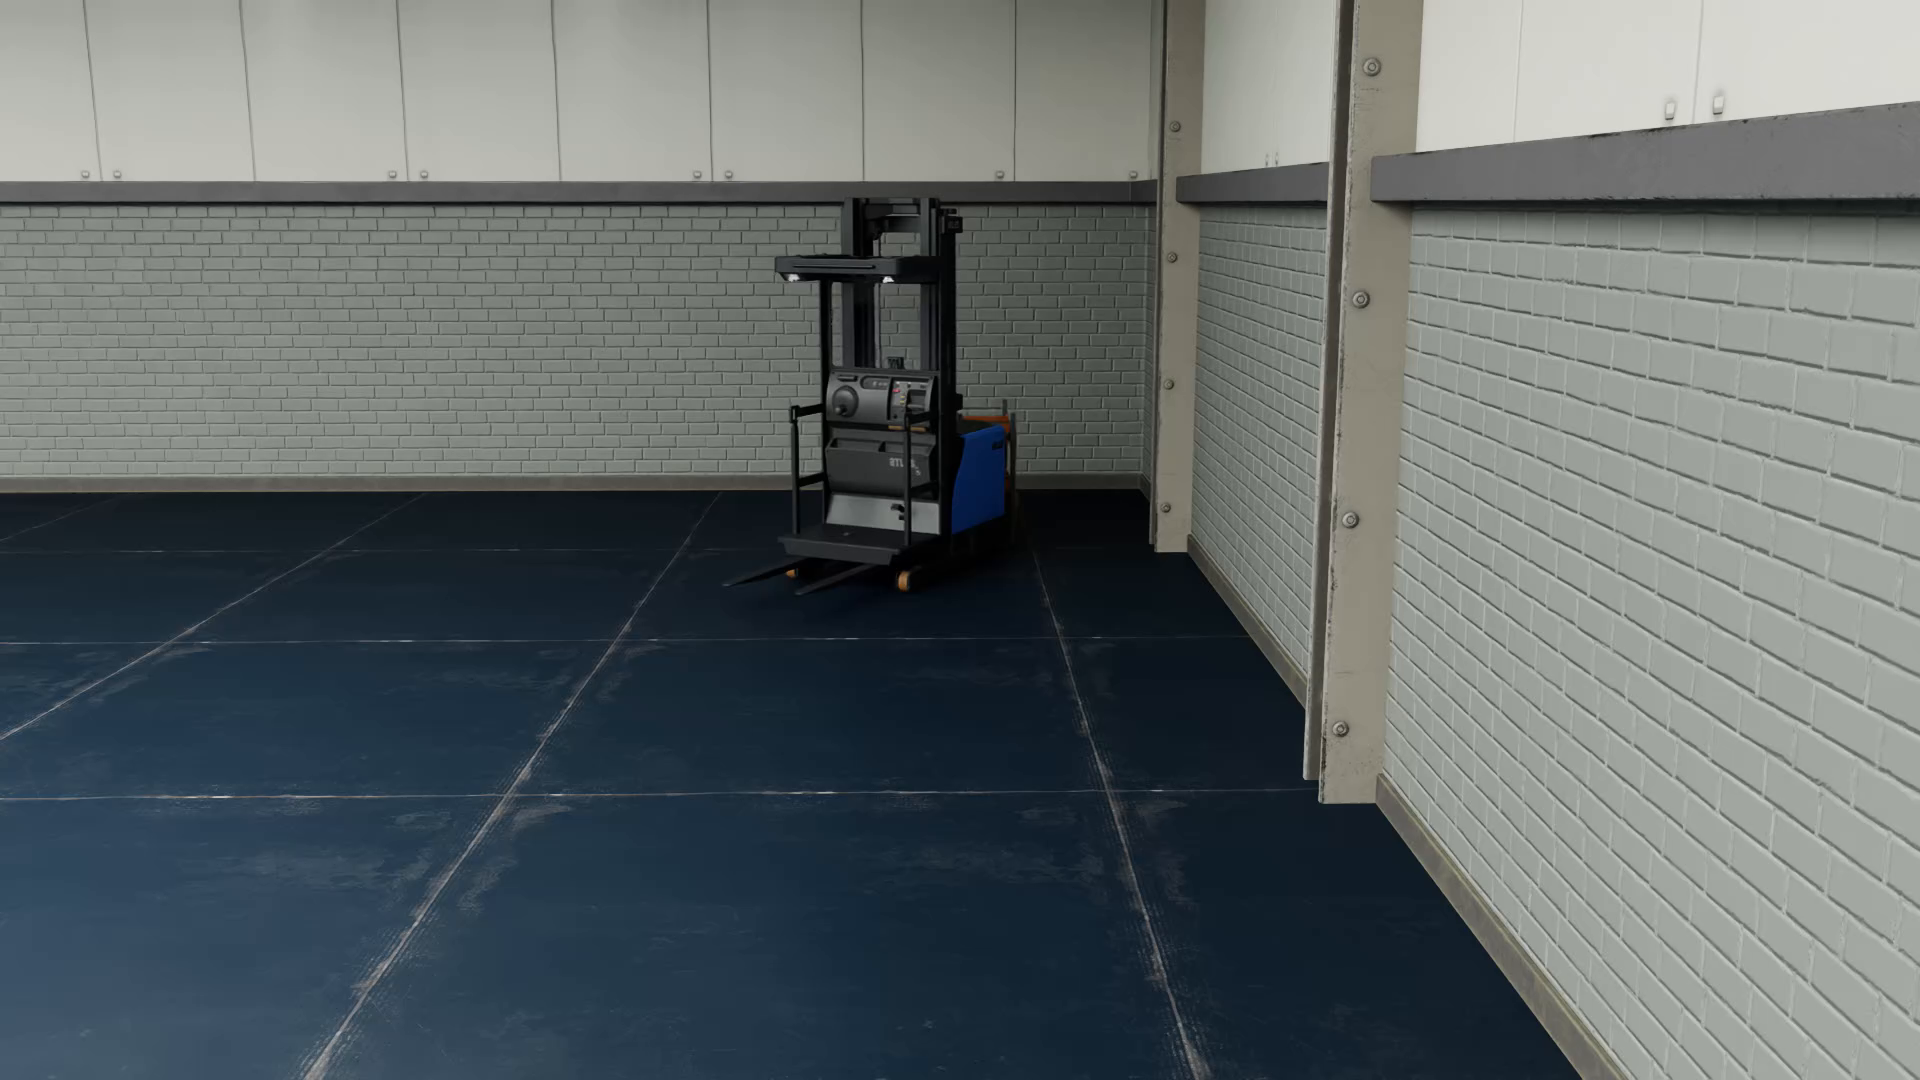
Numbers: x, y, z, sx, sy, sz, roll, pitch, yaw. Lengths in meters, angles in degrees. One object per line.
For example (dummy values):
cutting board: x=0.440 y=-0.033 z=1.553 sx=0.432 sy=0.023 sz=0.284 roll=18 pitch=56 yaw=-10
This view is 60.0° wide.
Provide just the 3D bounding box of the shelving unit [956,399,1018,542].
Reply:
shelving unit: x=0.207 y=-0.638 z=14.873 sx=0.538 sy=1.125 sz=1.048 roll=0 pitch=11 yaw=-2

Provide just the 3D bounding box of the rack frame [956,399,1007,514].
rack frame: x=0.185 y=-0.739 z=15.371 sx=0.500 sy=1.125 sz=0.032 roll=0 pitch=11 yaw=-2

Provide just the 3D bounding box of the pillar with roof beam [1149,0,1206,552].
pillar with roof beam: x=-2.505 y=-4.330 z=13.270 sx=9.100 sy=9.000 sz=0.400 roll=0 pitch=11 yaw=-1

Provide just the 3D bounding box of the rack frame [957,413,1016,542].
rack frame: x=0.228 y=-0.537 z=14.375 sx=0.500 sy=1.125 sz=0.032 roll=0 pitch=11 yaw=-2

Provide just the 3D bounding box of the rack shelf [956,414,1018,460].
rack shelf: x=0.207 y=-0.924 z=14.815 sx=0.538 sy=0.278 sz=1.000 roll=0 pitch=11 yaw=-2

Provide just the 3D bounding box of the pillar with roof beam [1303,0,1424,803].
pillar with roof beam: x=-2.381 y=-3.138 z=7.391 sx=9.100 sy=9.000 sz=0.400 roll=0 pitch=11 yaw=-1

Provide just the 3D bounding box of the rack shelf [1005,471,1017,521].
rack shelf: x=0.207 y=-0.398 z=14.921 sx=0.538 sy=0.278 sz=1.000 roll=0 pitch=11 yaw=-2

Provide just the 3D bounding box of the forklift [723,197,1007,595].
forklift: x=-0.718 y=-1.140 z=12.806 sx=1.130 sy=2.935 sz=3.031 roll=6 pitch=13 yaw=26
